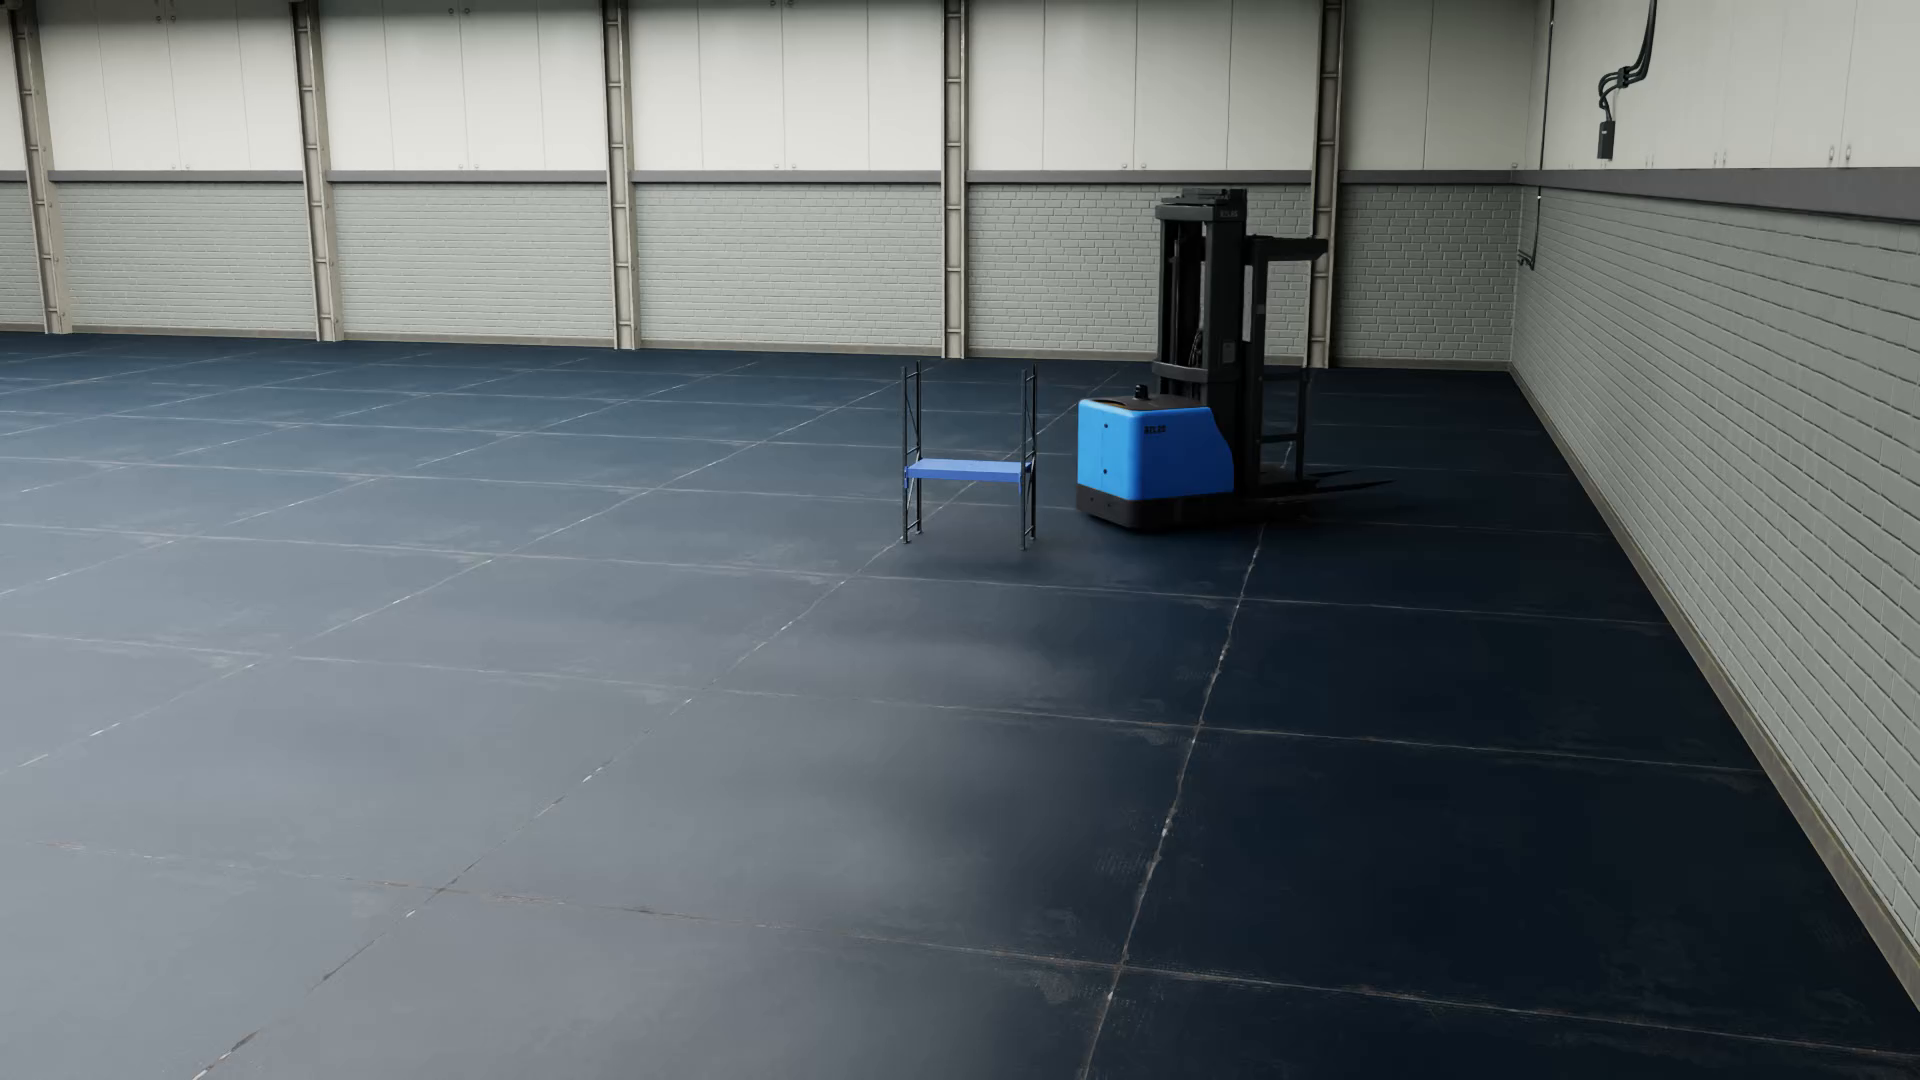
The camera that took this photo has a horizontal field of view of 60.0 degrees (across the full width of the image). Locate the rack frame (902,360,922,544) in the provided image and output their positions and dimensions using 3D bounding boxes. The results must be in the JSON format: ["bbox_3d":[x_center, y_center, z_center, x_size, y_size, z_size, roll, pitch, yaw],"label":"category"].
[{"bbox_3d":[-0.411,-0.754,14.170,0.032,1.500,0.500,3,13,14],"label":"rack frame"}]

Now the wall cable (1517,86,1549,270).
[{"bbox_3d":[8.285,-5.236,24.229,0.112,2.526,3.097,3,13,14],"label":"wall cable"}]

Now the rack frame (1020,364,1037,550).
[{"bbox_3d":[0.576,-0.701,13.932,0.032,1.500,0.500,3,13,14],"label":"rack frame"}]

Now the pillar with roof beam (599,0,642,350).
[{"bbox_3d":[-6.940,-6.901,24.561,0.400,9.000,9.100,3,13,14],"label":"pillar with roof beam"}]

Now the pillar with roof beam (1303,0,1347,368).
[{"bbox_3d":[4.710,-6.278,21.754,0.400,9.000,9.100,3,13,14],"label":"pillar with roof beam"}]

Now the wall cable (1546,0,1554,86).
[{"bbox_3d":[7.637,-7.133,21.117,0.112,2.526,3.097,3,13,14],"label":"wall cable"}]

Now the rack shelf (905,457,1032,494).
[{"bbox_3d":[0.083,-0.552,14.090,1.000,0.185,0.538,3,13,14],"label":"rack shelf"}]

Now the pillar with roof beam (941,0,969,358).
[{"bbox_3d":[-1.115,-6.589,23.158,0.400,9.000,9.100,3,13,14],"label":"pillar with roof beam"}]

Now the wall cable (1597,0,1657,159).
[{"bbox_3d":[5.995,-6.417,14.530,0.169,6.003,2.305,3,13,14],"label":"wall cable"}]

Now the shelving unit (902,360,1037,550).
[{"bbox_3d":[0.083,-0.728,14.051,1.048,1.500,0.538,3,13,14],"label":"shelving unit"}]

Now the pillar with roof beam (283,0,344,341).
[{"bbox_3d":[-12.766,-7.212,25.965,0.548,9.000,9.100,3,13,14],"label":"pillar with roof beam"}]

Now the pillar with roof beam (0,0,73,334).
[{"bbox_3d":[-18.591,-7.523,27.368,0.548,9.000,9.100,3,13,14],"label":"pillar with roof beam"}]

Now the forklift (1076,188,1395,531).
[{"bbox_3d":[2.615,-1.701,15.134,3.031,2.935,1.130,-6,14,-25],"label":"forklift"}]
